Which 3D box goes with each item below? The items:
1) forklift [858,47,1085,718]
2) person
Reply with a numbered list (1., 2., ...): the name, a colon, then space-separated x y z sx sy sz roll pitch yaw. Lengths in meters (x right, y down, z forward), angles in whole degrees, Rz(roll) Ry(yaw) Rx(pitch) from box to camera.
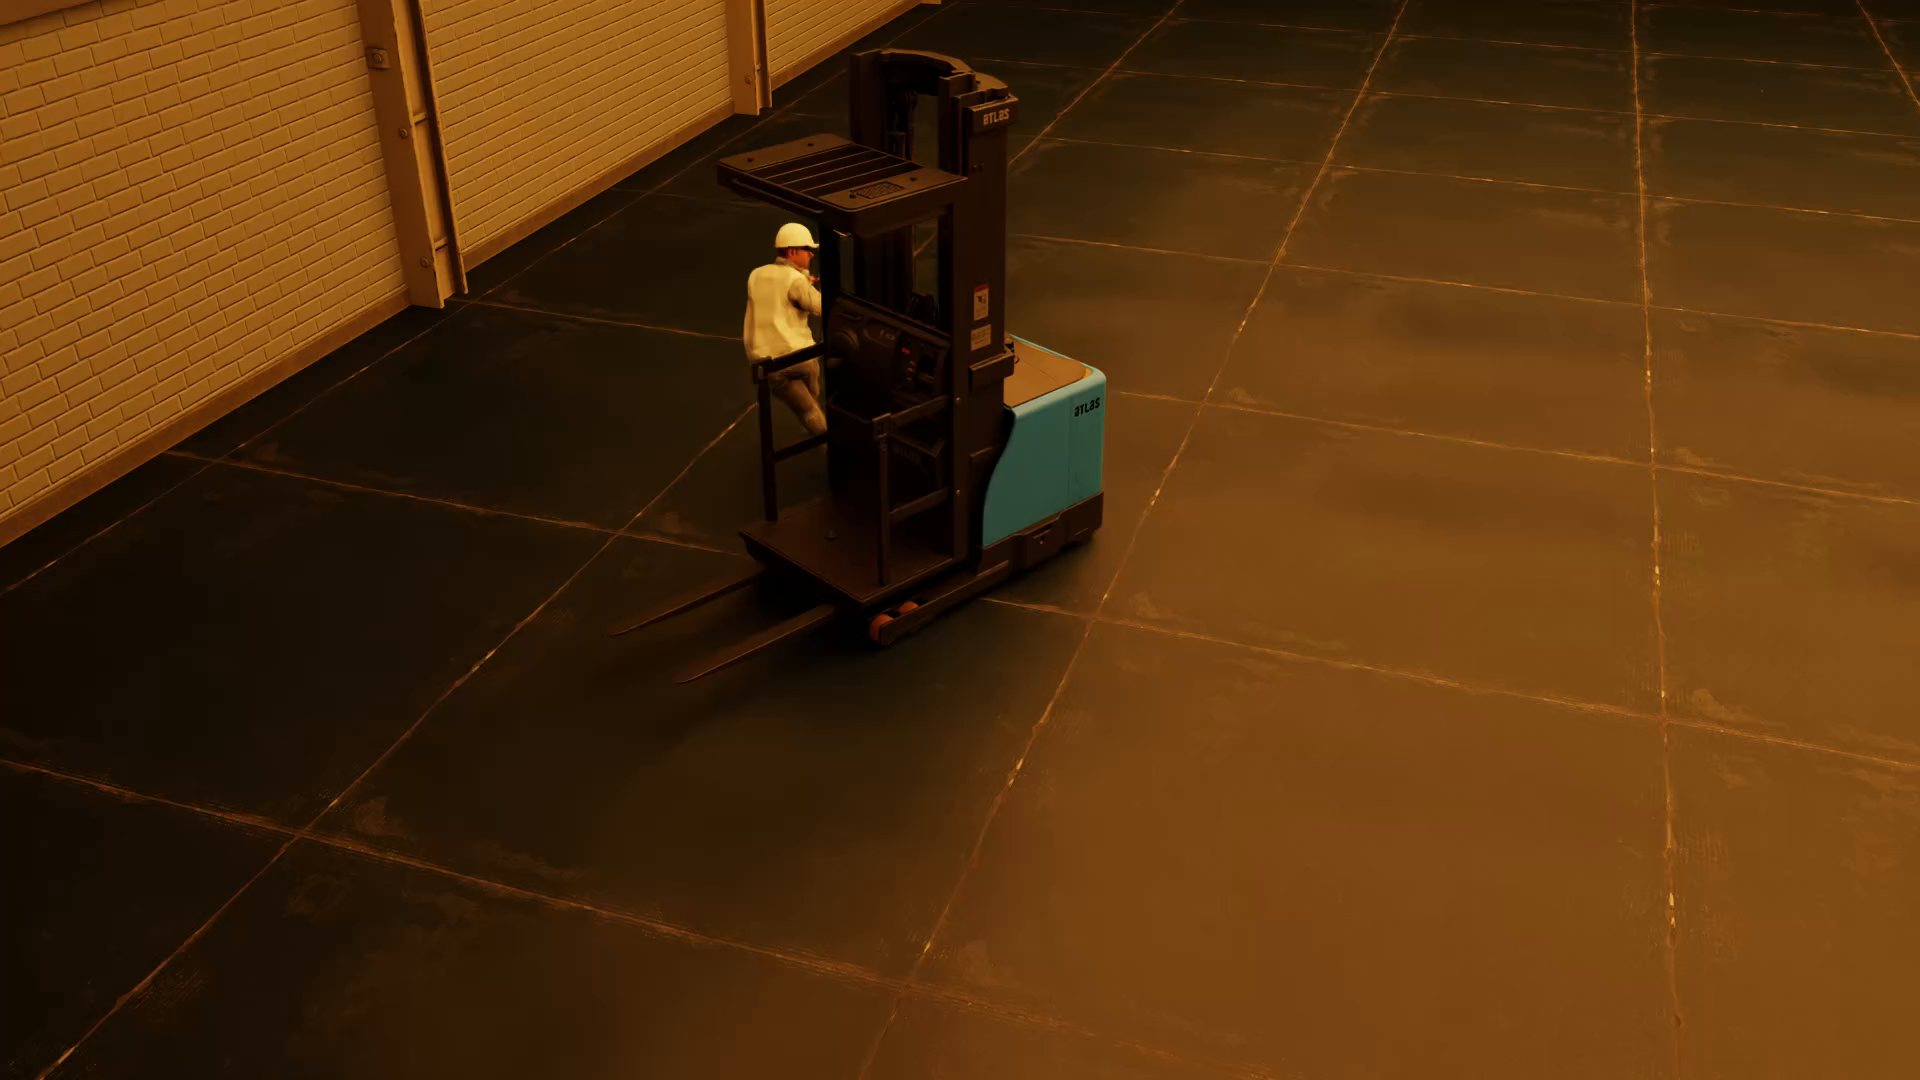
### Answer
1. forklift: 0.035 -0.972 8.842 1.130 2.935 3.031 -2 30 -3
2. person: -2.495 -1.774 11.408 0.639 1.778 0.566 15 33 24
